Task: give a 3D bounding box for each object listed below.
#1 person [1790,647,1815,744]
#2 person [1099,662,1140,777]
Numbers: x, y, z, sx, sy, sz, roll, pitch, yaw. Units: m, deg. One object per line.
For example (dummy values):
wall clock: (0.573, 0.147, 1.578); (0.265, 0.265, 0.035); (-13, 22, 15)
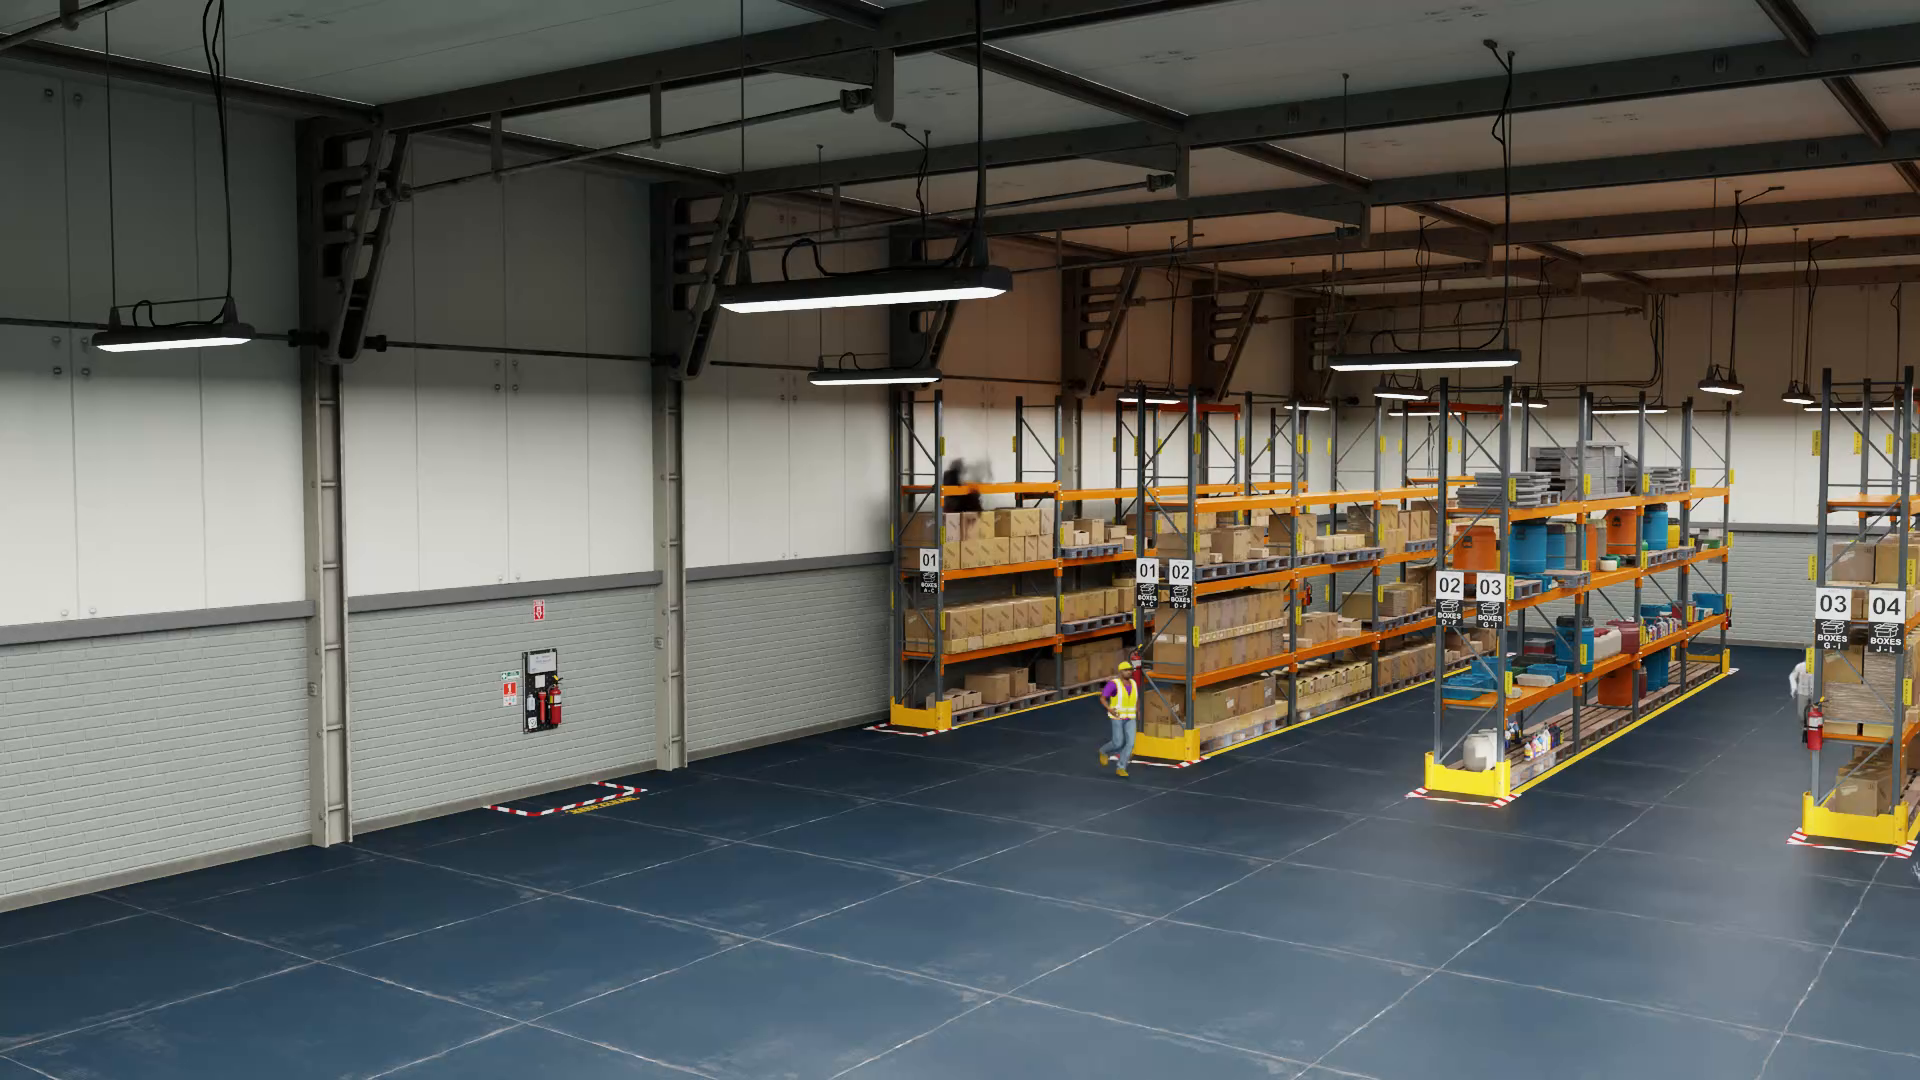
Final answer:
person: (14.198, 2.607, 27.810); (0.604, 1.653, 0.551); (2, 4, 28)
person: (2.476, 2.715, 25.427); (0.726, 1.724, 0.718); (-1, 4, -24)
